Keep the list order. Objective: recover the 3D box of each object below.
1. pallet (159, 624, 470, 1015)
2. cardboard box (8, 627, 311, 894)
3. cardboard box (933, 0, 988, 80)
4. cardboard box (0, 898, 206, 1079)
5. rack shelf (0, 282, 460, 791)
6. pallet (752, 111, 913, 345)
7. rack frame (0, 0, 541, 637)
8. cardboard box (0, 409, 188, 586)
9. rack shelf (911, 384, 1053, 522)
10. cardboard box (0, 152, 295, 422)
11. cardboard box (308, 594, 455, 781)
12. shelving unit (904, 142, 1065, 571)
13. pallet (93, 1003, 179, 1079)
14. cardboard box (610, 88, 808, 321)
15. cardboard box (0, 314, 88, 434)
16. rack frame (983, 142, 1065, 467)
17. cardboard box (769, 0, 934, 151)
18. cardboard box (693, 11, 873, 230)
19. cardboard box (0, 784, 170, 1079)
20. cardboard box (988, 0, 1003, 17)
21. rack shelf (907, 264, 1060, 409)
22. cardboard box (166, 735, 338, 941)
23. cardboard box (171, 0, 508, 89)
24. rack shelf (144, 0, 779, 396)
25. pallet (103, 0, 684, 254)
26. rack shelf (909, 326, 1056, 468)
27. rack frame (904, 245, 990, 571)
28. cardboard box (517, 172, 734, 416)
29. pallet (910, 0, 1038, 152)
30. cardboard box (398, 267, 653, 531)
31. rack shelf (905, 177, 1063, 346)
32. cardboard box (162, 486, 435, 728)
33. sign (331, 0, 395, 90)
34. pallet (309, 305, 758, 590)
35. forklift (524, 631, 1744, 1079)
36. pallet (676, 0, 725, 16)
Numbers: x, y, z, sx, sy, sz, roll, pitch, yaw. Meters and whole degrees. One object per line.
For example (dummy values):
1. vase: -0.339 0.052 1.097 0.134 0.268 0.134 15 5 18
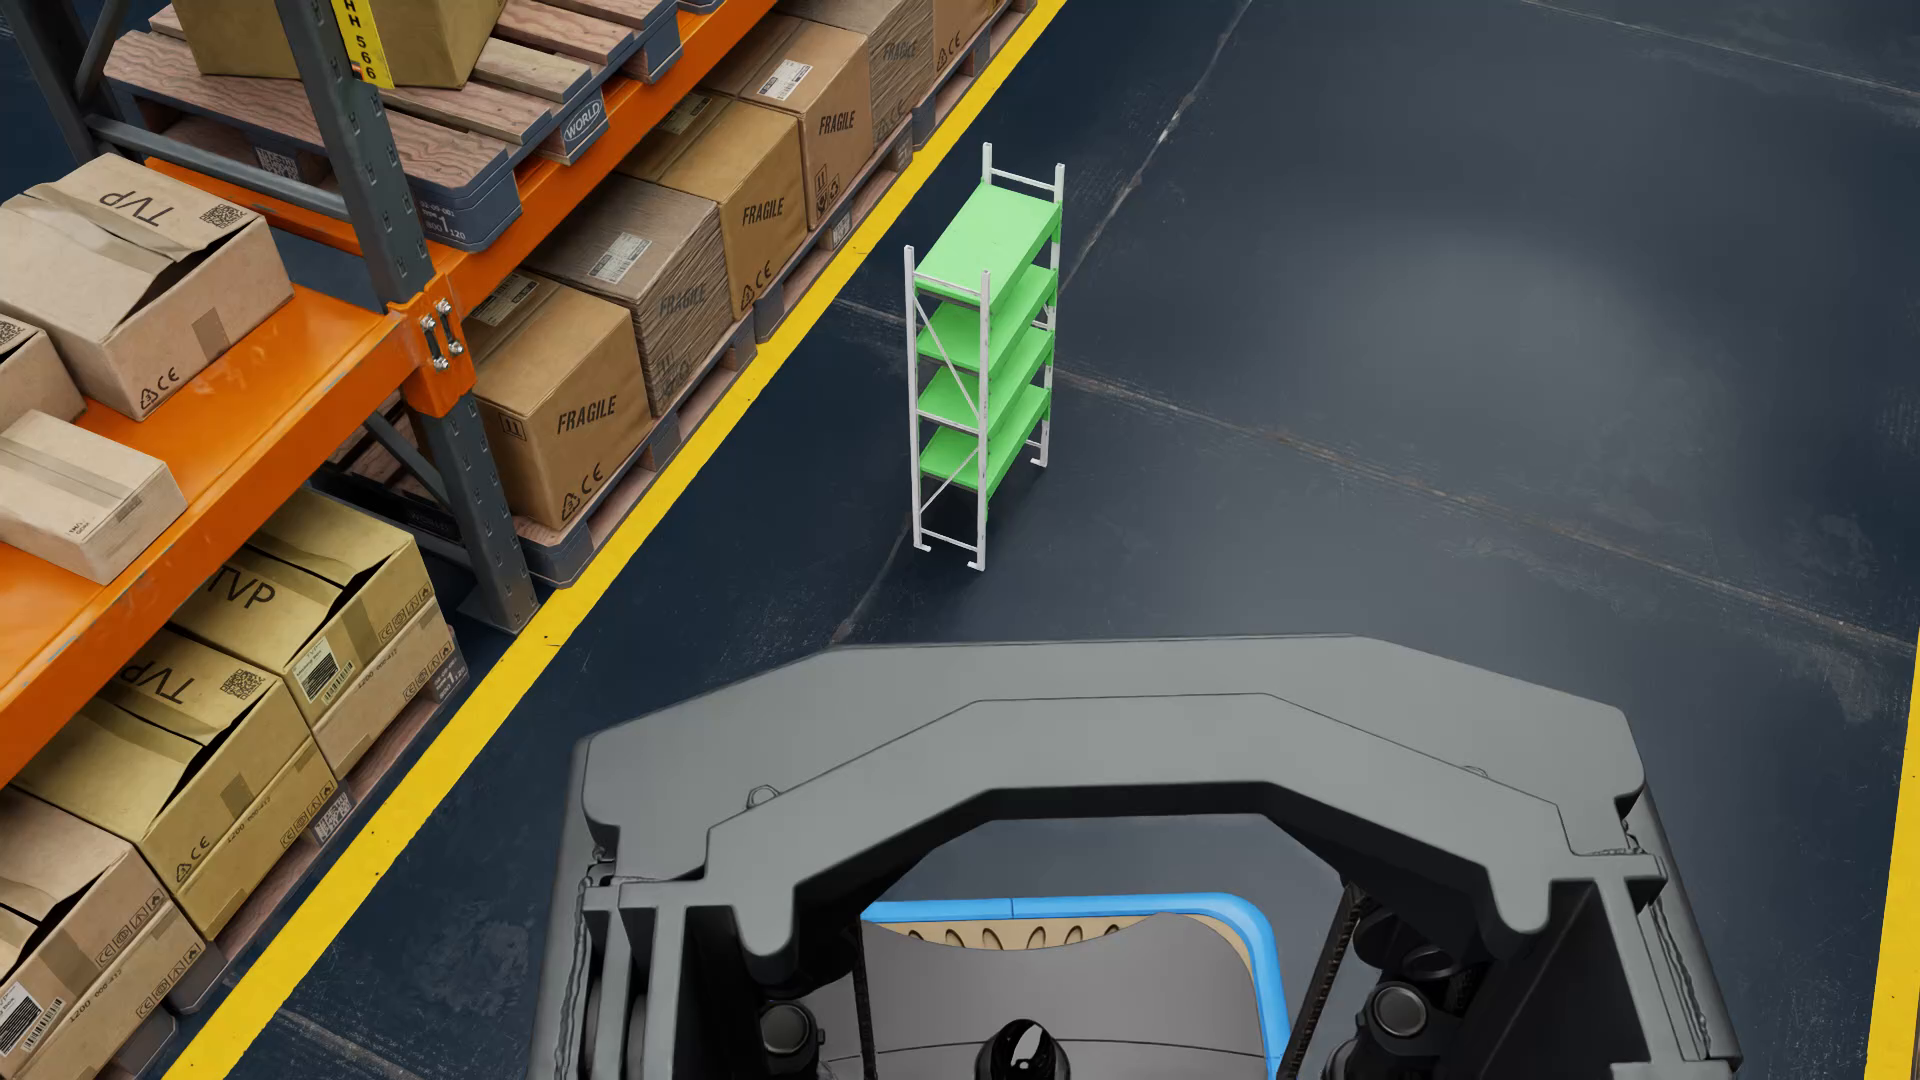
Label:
1. pallet: -2.143 0.573 4.624 1.003 0.211 1.213 20 52 16
2. cardboard box: -1.974 0.489 4.026 0.500 0.311 0.500 19 52 16
3. cardboard box: -0.218 -2.201 6.506 0.500 0.500 0.500 20 52 16
4. cardboard box: -2.195 1.013 3.948 0.500 0.250 0.500 21 53 17
5. rack shelf: -2.611 0.725 3.136 1.077 0.370 4.000 20 52 16
6. pallet: -0.881 -1.320 6.235 1.003 0.211 1.213 20 52 16
7. rack frame: -1.756 -0.885 4.034 1.000 3.000 0.127 20 52 16
8. cardboard box: -1.891 -0.095 3.526 0.380 0.149 0.250 20 52 16
9. rack shelf: 0.071 -0.306 5.121 0.258 0.148 0.480 20 52 16
10. cardboard box: -1.951 -0.620 3.867 0.500 0.311 0.500 23 53 18
11. cardboard box: -1.761 0.311 4.545 0.500 0.250 0.500 21 53 17
12. shelving unit: 0.071 -0.503 4.890 0.258 1.200 0.503 20 52 16
13. pallet: -2.666 1.410 3.912 1.003 0.211 1.213 20 52 16
14. cardboard box: -0.866 -1.144 5.606 0.500 0.500 0.500 19 52 16
15. cardboard box: -2.314 -0.303 3.597 0.500 0.311 0.500 19 52 16
16. rack frame: 0.175 -0.671 5.033 0.240 1.200 0.015 20 52 16
17. cardboard box: -0.433 -1.856 6.212 0.500 0.500 0.500 20 53 17
18. cardboard box: -0.648 -1.505 5.914 0.500 0.500 0.500 18 52 15
19. cardboard box: -2.192 0.836 3.731 0.500 0.311 0.500 19 52 16
20. cardboard box: 0.001 -2.539 6.793 0.500 0.500 0.500 20 52 16
21. rack shelf: 0.071 -0.617 4.756 0.258 0.148 0.480 20 52 16
22. cardboard box: -1.978 0.668 4.242 0.500 0.250 0.500 19 52 16
23. cardboard box: -1.589 -1.524 4.236 0.700 0.500 0.500 4 50 4
24. rack shelf: -0.902 -2.029 5.480 1.077 0.370 4.000 20 52 16
25. pallet: -1.530 -1.313 4.523 1.213 0.211 1.003 20 52 16
26. rack shelf: 0.071 -0.461 4.939 0.258 0.148 0.480 20 52 16
27. rack frame: -0.034 -0.335 4.747 0.240 1.200 0.015 20 52 16
28. cardboard box: -1.085 -0.800 5.314 0.500 0.500 0.500 18 52 15
29. pallet: -0.361 -2.163 6.952 1.003 0.211 1.213 20 52 16
30. cardboard box: -1.303 -0.438 5.006 0.500 0.500 0.500 22 53 18
31. rack shelf: 0.071 -0.772 4.573 0.258 0.148 0.480 20 52 16
32. cardboard box: -1.757 0.129 4.332 0.500 0.311 0.500 21 53 17
33. sign: -1.253 -1.082 3.441 0.100 0.325 0.005 20 52 16
34. pallet: -1.403 -0.483 5.523 1.003 0.211 1.213 20 52 16
35. forklift: 0.147 1.573 1.987 1.130 2.935 3.031 -1 50 -1
36. pallet: -0.930 -2.164 5.248 1.003 0.211 1.213 20 52 16
